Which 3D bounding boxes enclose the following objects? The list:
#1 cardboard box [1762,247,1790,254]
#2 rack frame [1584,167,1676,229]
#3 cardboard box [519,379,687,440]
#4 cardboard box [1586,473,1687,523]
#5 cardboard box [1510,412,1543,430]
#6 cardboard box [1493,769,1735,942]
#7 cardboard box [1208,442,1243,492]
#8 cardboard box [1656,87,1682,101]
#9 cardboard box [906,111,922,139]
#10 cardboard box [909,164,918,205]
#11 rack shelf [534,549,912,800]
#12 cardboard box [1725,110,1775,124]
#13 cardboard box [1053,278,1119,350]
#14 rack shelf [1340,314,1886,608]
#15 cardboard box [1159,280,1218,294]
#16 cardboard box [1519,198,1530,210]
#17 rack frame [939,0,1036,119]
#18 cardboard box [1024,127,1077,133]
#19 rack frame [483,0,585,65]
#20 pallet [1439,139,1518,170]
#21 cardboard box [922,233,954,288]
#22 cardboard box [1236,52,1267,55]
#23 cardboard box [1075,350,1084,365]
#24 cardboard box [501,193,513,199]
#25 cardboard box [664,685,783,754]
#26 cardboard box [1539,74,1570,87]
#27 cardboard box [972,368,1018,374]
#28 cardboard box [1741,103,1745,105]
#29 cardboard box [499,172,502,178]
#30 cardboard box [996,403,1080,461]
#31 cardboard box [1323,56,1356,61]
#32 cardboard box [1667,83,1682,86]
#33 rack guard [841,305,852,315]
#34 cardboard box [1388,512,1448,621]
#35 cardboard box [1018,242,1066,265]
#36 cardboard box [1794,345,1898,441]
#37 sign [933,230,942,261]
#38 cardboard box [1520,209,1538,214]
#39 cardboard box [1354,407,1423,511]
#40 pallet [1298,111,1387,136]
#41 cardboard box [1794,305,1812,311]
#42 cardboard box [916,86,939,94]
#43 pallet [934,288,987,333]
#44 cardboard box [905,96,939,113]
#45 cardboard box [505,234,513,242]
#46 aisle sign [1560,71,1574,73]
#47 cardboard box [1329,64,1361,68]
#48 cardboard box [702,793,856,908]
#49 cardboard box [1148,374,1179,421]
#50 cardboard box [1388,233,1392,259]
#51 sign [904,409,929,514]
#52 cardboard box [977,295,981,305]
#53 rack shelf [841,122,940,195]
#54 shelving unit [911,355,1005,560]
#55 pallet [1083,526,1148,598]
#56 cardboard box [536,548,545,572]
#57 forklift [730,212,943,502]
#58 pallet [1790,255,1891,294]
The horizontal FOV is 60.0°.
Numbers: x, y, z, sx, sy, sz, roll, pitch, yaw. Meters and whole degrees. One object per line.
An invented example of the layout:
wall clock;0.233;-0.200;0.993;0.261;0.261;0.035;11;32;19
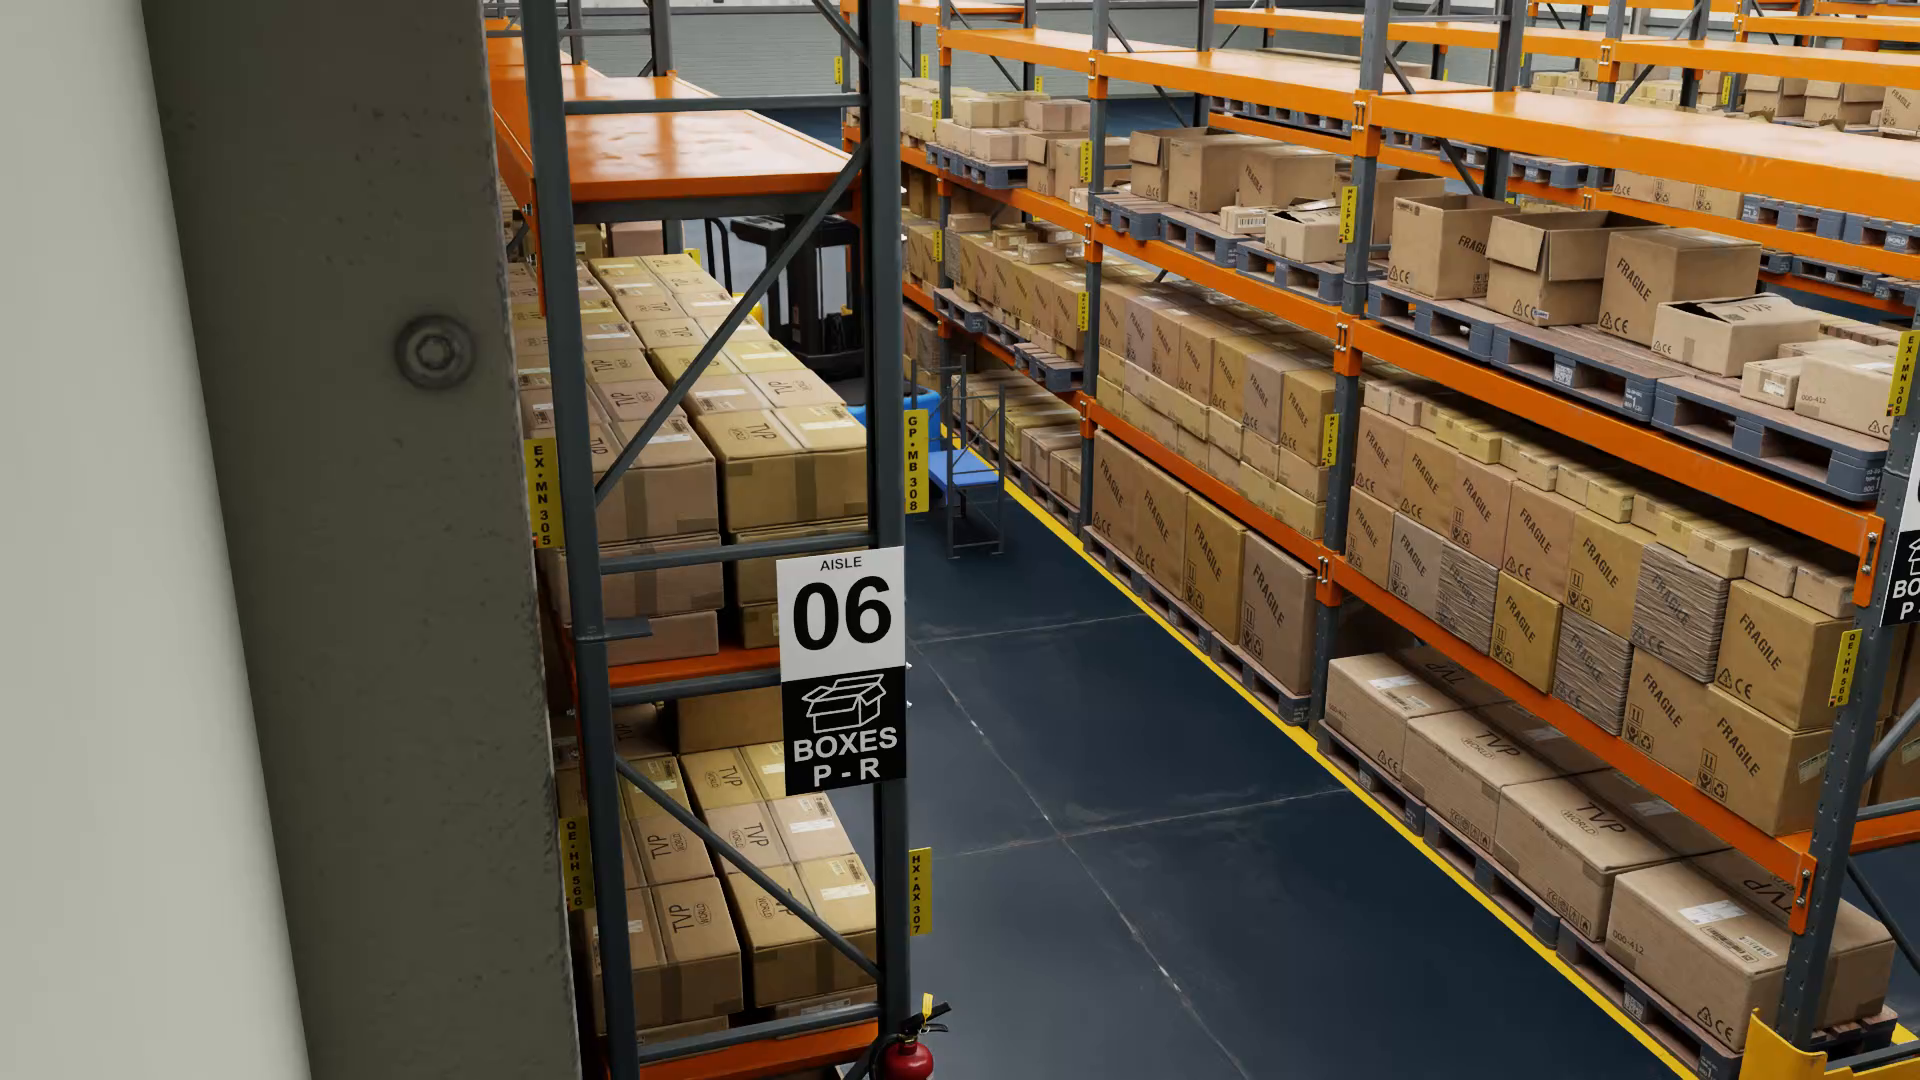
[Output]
cardboard box;9.805;-3.999;19.744;1.000;1.000;1.000;-6;21;-17
rack frame;6.205;-2.010;15.717;1.000;3.000;0.127;-6;21;-17
cardboard box;-1.227;-0.353;5.706;0.500;0.250;0.500;-7;21;-19
cardboard box;3.296;-0.205;8.104;0.380;0.149;0.250;-6;21;-16
cardboard box;3.339;-0.670;9.398;0.380;0.149;0.250;-7;21;-18
cardboard box;3.454;1.629;8.752;0.875;0.438;0.875;-6;21;-16
cardboard box;2.115;-0.543;11.852;0.500;0.250;0.500;-7;21;-19
cardboard box;9.042;-5.644;21.026;0.380;0.149;0.250;-7;21;-19
cardboard box;-0.274;-4.492;17.970;0.500;0.250;0.500;-7;21;-18
cardboard box;-0.199;-4.220;19.802;0.700;0.500;0.500;-7;21;-18
rack shelf;-1.288;-0.071;6.944;1.077;0.370;4.000;-6;21;-17
cardboard box;6.754;-3.564;14.325;0.396;0.266;0.258;-6;21;-17
cardboard box;1.131;-1.953;14.348;0.500;0.500;0.500;-7;21;-19
rack shelf;3.423;-0.600;8.416;1.077;0.370;4.000;-6;21;-17
cardboard box;1.948;-1.832;13.592;0.500;0.500;0.500;-7;21;-19
cardboard box;8.294;-4.837;23.958;0.380;0.149;0.250;-6;21;-17
rack frame;0.280;-5.559;16.722;1.000;3.000;0.127;-6;21;-17
cardboard box;0.915;-3.776;15.795;0.500;0.250;0.500;-6;21;-16
rack frame;-3.174;-3.747;11.676;1.000;3.000;0.127;-6;21;-17
pallet;5.598;-3.893;16.799;1.003;0.211;1.213;-5;20;-15
cardboard box;-0.096;-3.039;17.992;0.500;0.500;0.500;-7;21;-19
cardboard box;3.730;-6.106;21.106;0.380;0.149;0.250;-6;21;-17
cardboard box;1.211;-1.612;14.357;0.380;0.149;0.250;-6;21;-15
cardboard box;-3.060;-2.200;11.000;0.380;0.149;0.250;-6;21;-15
cardboard box;-1.018;0.566;7.216;0.500;0.500;0.500;-6;21;-16
cardboard box;8.287;-6.395;23.117;0.380;0.149;0.250;-6;21;-16
cardboard box;0.351;-1.857;18.737;0.500;0.250;0.500;-7;21;-20
cardboard box;9.790;-5.301;20.663;0.500;0.250;0.500;-7;21;-19
cardboard box;-3.645;-2.715;12.692;0.500;0.250;0.500;-6;21;-17
cardboard box;0.897;-1.075;16.379;0.950;0.372;0.625;-6;21;-15
cardboard box;4.678;-5.849;20.388;0.380;0.149;0.250;-6;21;-17
cardboard box;9.433;-5.869;21.654;0.380;0.149;0.250;-7;21;-18
rack guard;-0.953;-2.819;21.664;1.175;0.500;0.348;-6;21;-17
cardboard box;2.848;0.125;9.624;0.500;0.500;0.500;-6;21;-17
cardboard box;0.755;-2.637;15.293;0.380;0.149;0.250;-7;21;-20
cardboard box;3.825;-0.606;6.820;0.500;0.250;0.500;-8;21;-22
sign;-0.232;-3.083;17.422;0.100;0.325;0.005;-6;21;-17
cardboard box;5.589;-3.164;17.301;0.700;0.500;0.500;-7;21;-18
cardboard box;2.714;-0.508;9.905;0.500;0.500;0.500;-6;21;-17
pallet;4.700;-4.928;19.532;1.003;0.211;1.213;-6;21;-17
cardboard box;7.111;-1.933;14.372;0.380;0.149;0.250;-6;21;-17
cardboard box;-0.290;-5.191;19.327;0.380;0.149;0.250;-7;21;-19
pallet;0.382;-2.385;17.042;1.003;0.211;1.213;-6;21;-17
cardboard box;-0.384;-4.721;18.017;0.380;0.149;0.250;-6;21;-16
cardboard box;-2.384;-1.646;9.427;0.380;0.149;0.250;-6;21;-16
aisle sign;8.696;-6.348;23.946;0.394;0.787;0.004;-6;21;-17
cardboard box;4.451;-5.372;19.062;0.380;0.149;0.250;-6;21;-17
cardboard box;-0.705;1.238;6.454;0.500;0.250;0.500;-6;21;-17
cardboard box;1.769;-1.101;12.666;0.500;0.250;0.500;-6;21;-17
cardboard box;2.970;-1.912;10.584;0.396;0.266;0.258;-7;21;-18
sign;-0.144;-0.237;5.049;0.100;0.325;0.005;-6;21;-17
cardboard box;0.386;-2.440;16.664;0.380;0.149;0.250;-5;20;-14
rack shelf;-0.348;-4.451;19.137;1.077;0.370;4.000;-6;21;-17
shelving unit;-0.027;-0.733;14.379;0.538;1.500;1.048;-6;21;-17
pallet;1.714;0.121;13.907;1.003;0.211;1.213;-6;21;-17
cardboard box;-1.229;-0.114;5.782;0.500;0.250;0.500;-6;21;-17
forklift;-1.452;-2.007;15.808;1.130;2.935;3.031;-14;24;-35
pallet;10.284;-3.046;18.883;1.003;0.211;1.213;-6;21;-17
